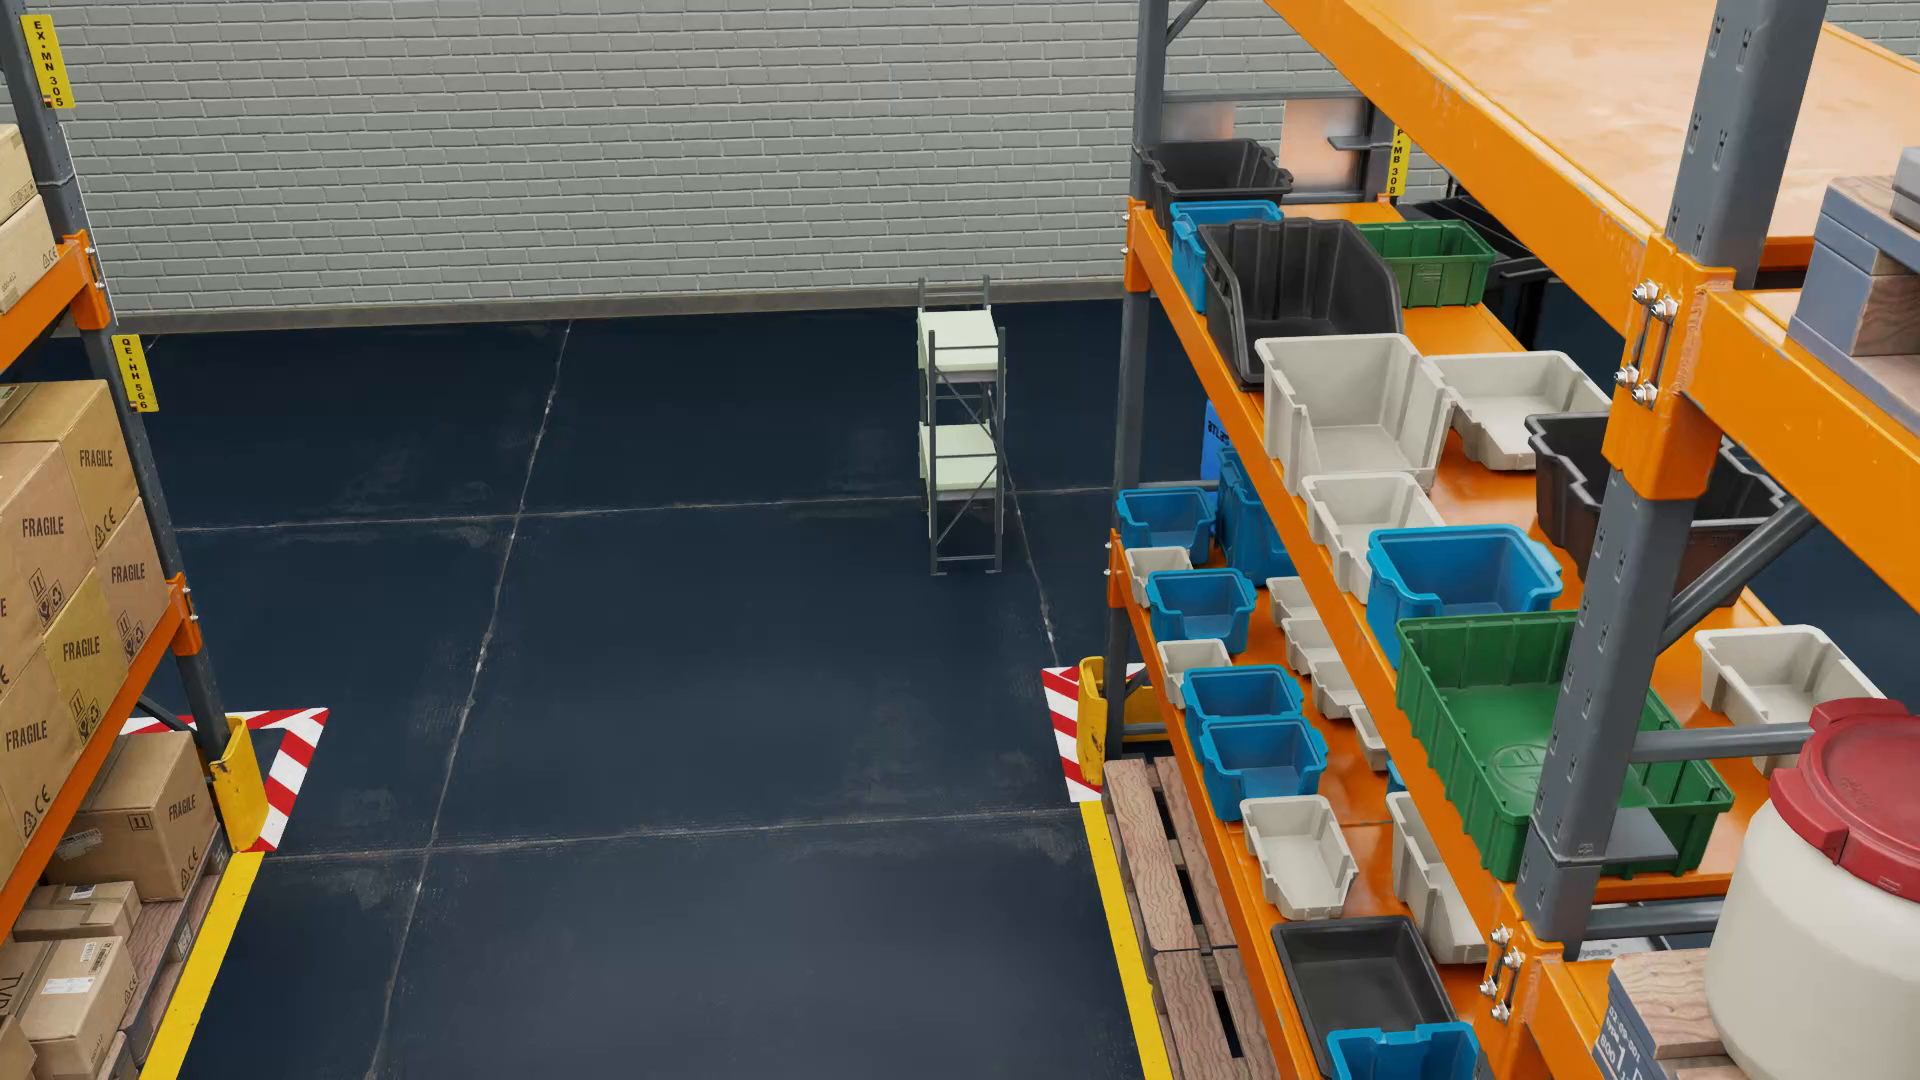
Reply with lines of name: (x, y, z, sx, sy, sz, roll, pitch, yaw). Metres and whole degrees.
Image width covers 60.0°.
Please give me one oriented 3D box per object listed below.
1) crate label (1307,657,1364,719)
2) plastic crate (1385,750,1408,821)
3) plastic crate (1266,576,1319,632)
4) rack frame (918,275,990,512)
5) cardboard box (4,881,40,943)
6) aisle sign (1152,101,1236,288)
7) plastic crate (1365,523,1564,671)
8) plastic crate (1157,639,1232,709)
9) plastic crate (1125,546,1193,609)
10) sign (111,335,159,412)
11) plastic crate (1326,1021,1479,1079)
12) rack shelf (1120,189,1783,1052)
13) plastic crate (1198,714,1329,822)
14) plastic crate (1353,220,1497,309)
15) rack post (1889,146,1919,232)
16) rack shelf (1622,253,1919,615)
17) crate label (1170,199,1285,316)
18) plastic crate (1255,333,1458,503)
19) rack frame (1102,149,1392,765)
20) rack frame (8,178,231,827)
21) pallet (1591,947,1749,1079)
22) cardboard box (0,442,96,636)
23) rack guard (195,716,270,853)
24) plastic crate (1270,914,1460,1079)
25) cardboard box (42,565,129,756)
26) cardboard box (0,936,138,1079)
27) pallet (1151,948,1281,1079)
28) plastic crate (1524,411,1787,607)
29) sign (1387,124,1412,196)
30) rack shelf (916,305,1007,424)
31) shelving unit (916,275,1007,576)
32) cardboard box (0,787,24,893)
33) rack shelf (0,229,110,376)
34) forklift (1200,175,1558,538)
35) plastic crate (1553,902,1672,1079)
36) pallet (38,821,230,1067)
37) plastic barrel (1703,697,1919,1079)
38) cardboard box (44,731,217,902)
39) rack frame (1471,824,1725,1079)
crate label: (1.489, 0.552, 6.099, 0.396, 0.136, 0.243, -3, 31, -5)
plastic crate: (1.616, 0.850, 5.507, 0.416, 0.233, 0.300, -3, 31, -5)
plastic crate: (1.426, 0.263, 6.584, 0.396, 0.136, 0.243, -3, 31, -5)
rack frame: (-0.034, -0.827, 9.673, 0.400, 1.500, 0.023, -3, 31, -5)
cardboard box: (-3.948, 1.541, 6.498, 0.500, 0.250, 0.500, -3, 31, -5)
aisle sign: (0.867, -1.371, 6.585, 0.394, 0.787, 0.004, -3, 31, -5)
plastic crate: (1.140, 0.144, 3.822, 0.416, 0.233, 0.300, -3, 31, -5)
plastic crate: (0.875, 0.511, 6.168, 0.250, 0.136, 0.298, -3, 31, -5)
plastic crate: (0.812, 0.165, 6.748, 0.250, 0.136, 0.298, -3, 31, -5)
sign: (-3.208, -0.646, 6.470, 0.100, 0.325, 0.005, -3, 31, -5)
plastic crate: (1.160, 1.569, 4.156, 0.392, 0.384, 0.575, -3, 31, -5)
rack shelf: (1.356, -0.190, 4.920, 1.077, 0.370, 4.000, -3, 31, -5)
plastic crate: (1.015, 0.781, 5.622, 0.416, 0.233, 0.300, -3, 31, -5)
plastic crate: (1.546, -0.939, 5.679, 0.450, 0.188, 0.336, -3, 31, -5)
rack post: (1.590, -0.302, 1.554, 0.937, 0.300, 0.954, -3, 31, -6)
rack shelf: (1.730, 0.736, 0.834, 1.077, 0.370, 4.000, -3, 31, -5)
crate label: (0.934, -0.970, 5.669, 0.408, 0.251, 0.502, -3, 31, -5)
plastic crate: (1.069, -0.323, 4.556, 0.437, 0.282, 0.530, -3, 31, -5)
rack frame: (1.169, -0.232, 7.214, 1.000, 3.000, 0.127, -3, 31, -5)
rack frame: (-3.763, 0.003, 6.820, 1.000, 3.000, 0.127, -3, 31, -5)
pallet: (1.713, 0.999, 2.412, 1.213, 0.211, 1.003, -3, 31, -5)
cardboard box: (-3.400, 0.003, 5.748, 0.500, 0.500, 0.500, -2, 31, -3)
rack guard: (-3.756, 1.115, 7.396, 1.175, 0.500, 0.348, -3, 31, -5)
plastic crate: (1.171, 1.344, 4.786, 0.437, 0.125, 0.590, -3, 31, -5)
cardboard box: (-3.398, 0.440, 5.990, 0.500, 0.500, 0.500, -2, 31, -4)
cardboard box: (-3.408, 1.747, 6.153, 0.500, 0.250, 0.500, -3, 31, -5)
pallet: (1.318, 2.009, 6.181, 1.003, 0.211, 1.213, -3, 31, -5)
plastic crate: (1.700, -0.069, 4.143, 0.497, 0.269, 0.590, -3, 31, -5)
sign: (1.715, -1.510, 6.530, 0.100, 0.325, 0.005, -3, 31, -5)
rack shelf: (0.001, -0.976, 9.160, 0.431, 0.370, 0.720, -3, 31, -5)
shelving unit: (0.001, -0.640, 9.360, 0.431, 1.500, 0.755, -3, 31, -5)
cardboard box: (-3.310, 0.953, 5.133, 0.500, 0.500, 0.500, -3, 31, -5)
rack shelf: (-3.576, 0.045, 4.526, 1.077, 0.370, 4.000, -3, 31, -5)
forklift: (2.353, -0.535, 7.788, 1.130, 2.935, 3.031, -12, 33, -19)
plastic crate: (1.709, 1.289, 4.547, 0.402, 0.464, 0.583, -3, 31, -5)
pallet: (-3.680, 1.646, 6.789, 1.003, 0.211, 1.213, -3, 31, -5)
plastic barrel: (1.342, 0.564, 2.414, 0.433, 0.535, 0.433, 0, 31, 0)
cardboard box: (-3.467, 1.153, 6.903, 0.500, 0.500, 0.500, -3, 31, -5)
rack frame: (1.543, 1.810, 3.795, 1.000, 3.000, 0.127, -3, 31, -5)
